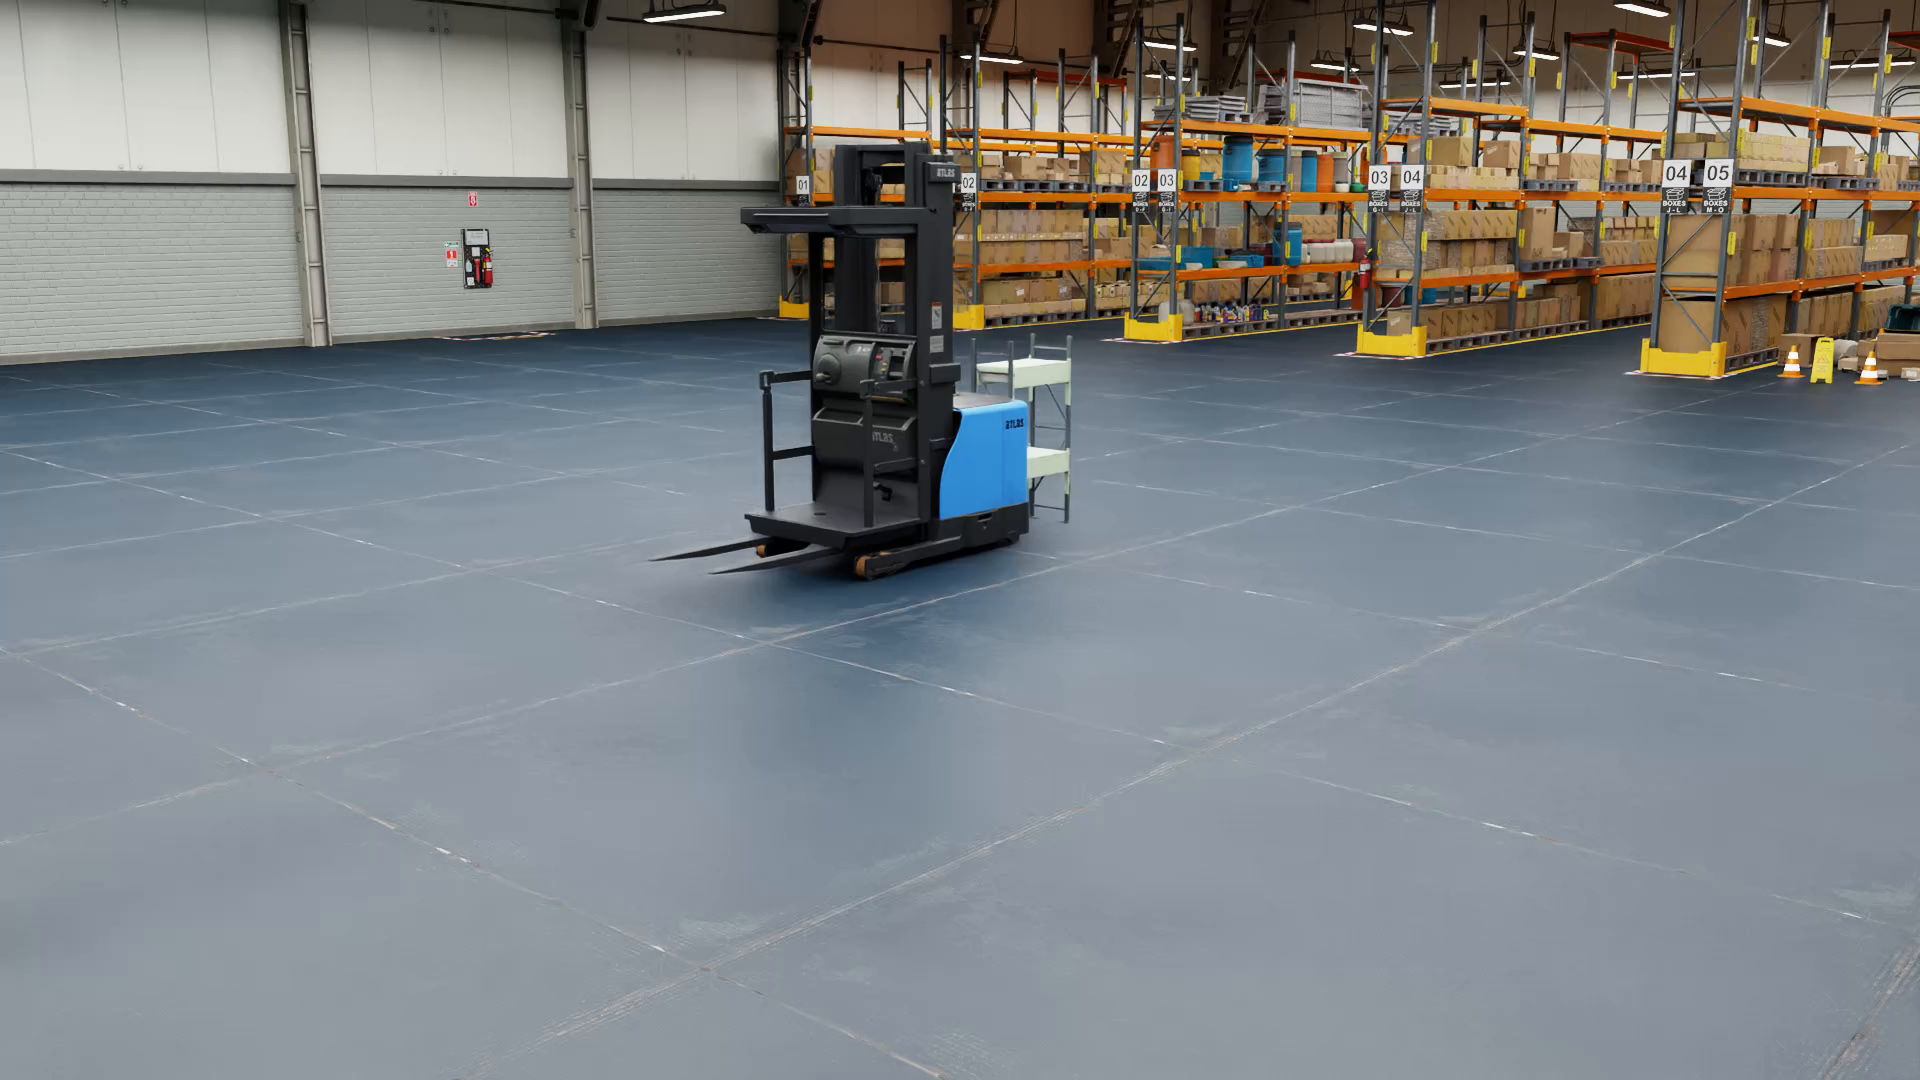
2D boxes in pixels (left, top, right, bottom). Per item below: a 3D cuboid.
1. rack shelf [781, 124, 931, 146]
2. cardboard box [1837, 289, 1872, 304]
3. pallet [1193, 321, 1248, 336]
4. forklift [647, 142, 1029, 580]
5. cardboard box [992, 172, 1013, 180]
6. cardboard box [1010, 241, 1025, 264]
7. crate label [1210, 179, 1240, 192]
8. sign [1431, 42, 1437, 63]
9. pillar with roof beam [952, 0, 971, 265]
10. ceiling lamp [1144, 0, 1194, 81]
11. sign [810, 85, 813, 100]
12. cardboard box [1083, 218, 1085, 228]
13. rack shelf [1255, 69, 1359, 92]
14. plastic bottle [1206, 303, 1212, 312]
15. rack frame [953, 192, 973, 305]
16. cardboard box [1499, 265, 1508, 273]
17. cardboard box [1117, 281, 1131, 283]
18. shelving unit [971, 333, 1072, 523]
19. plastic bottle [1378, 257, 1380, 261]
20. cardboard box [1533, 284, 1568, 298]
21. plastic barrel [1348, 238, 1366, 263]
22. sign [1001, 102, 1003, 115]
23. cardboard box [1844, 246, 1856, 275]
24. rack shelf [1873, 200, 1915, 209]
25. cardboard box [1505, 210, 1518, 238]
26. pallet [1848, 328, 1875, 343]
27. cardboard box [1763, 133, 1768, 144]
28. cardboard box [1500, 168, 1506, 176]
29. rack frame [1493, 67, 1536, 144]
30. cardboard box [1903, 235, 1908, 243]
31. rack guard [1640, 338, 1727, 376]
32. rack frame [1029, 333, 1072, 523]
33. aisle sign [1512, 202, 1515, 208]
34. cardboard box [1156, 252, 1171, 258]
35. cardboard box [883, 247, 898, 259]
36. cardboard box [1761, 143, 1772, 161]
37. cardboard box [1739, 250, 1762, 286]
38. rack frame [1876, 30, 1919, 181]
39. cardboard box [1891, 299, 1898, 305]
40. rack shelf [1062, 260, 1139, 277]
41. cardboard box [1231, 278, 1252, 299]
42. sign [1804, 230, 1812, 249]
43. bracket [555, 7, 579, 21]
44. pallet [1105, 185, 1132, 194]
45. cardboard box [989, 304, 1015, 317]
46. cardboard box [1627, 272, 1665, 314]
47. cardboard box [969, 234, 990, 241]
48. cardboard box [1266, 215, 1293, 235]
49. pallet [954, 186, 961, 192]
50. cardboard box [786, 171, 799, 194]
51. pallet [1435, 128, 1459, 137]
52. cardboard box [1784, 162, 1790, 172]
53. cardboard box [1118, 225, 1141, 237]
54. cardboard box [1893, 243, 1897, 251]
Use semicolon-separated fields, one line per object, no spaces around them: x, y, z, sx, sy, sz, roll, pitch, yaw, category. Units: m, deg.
-2.412;-9.493;39.108;1.077;0.370;4.000;10;15;40;rack shelf
17.007;-4.629;31.622;0.500;0.250;0.500;9;14;38;cardboard box
5.070;-4.277;33.588;1.003;0.211;1.213;10;15;40;pallet
-0.821;-1.275;11.613;1.130;2.935;3.031;10;15;40;forklift
0.900;-7.744;35.376;0.380;0.149;0.250;10;15;40;cardboard box
0.984;-6.237;36.026;0.700;0.500;0.500;10;15;41;cardboard box
5.193;-6.961;32.625;0.502;0.251;0.408;10;15;40;crate label
7.837;-8.058;27.495;0.100;0.325;0.005;10;15;40;sign
3.274;-10.094;40.273;9.100;9.000;0.400;10;15;40;pillar with roof beam
5.746;-13.695;43.401;0.800;3.185;2.000;10;15;40;ceiling lamp
-3.325;-9.980;37.114;0.100;0.325;0.005;10;15;40;sign
3.055;-8.623;45.245;0.500;0.250;0.500;9;15;39;cardboard box
9.233;-12.250;44.418;1.077;0.370;4.000;10;15;40;rack shelf
5.100;-4.680;34.124;0.144;0.351;0.185;10;15;40;plastic bottle
-0.011;-5.971;34.950;0.949;2.616;0.053;10;15;40;rack frame
9.977;-5.050;30.977;0.380;0.149;0.250;10;15;40;cardboard box
4.027;-6.088;40.052;0.500;0.311;0.500;9;15;39;cardboard box
0.485;-0.845;13.113;0.431;1.500;0.755;10;15;40;shelving unit
9.519;-6.468;37.753;0.152;0.276;0.135;10;15;40;plastic bottle
11.948;-5.043;33.644;0.500;0.250;0.500;-10;15;-41;cardboard box
8.911;-6.466;37.081;0.600;0.536;0.708;10;15;40;plastic barrel
1.129;-11.337;43.707;0.100;0.325;0.005;10;15;40;sign
15.944;-5.085;30.259;0.500;0.500;0.500;10;15;40;cardboard box
20.330;-7.211;35.337;1.077;0.370;4.000;10;15;40;rack shelf
9.980;-5.862;30.833;0.500;0.500;0.500;10;15;40;cardboard box
16.887;-3.958;31.988;1.003;0.211;1.213;10;15;40;pallet
12.220;-6.185;25.637;0.380;0.149;0.250;9;15;39;cardboard box
9.727;-6.710;30.356;0.380;0.149;0.250;9;14;38;cardboard box
14.271;-10.626;42.937;1.000;3.000;0.127;10;15;40;rack frame
18.892;-6.089;33.590;0.380;0.149;0.250;11;16;43;cardboard box
11.073;-2.804;25.475;1.175;0.500;0.348;10;15;40;rack guard
0.725;-0.899;13.384;0.400;1.500;0.023;10;15;40;rack frame
14.539;-8.932;43.134;0.394;0.787;0.004;10;15;40;aisle sign
4.886;-6.857;40.024;0.380;0.149;0.250;10;15;40;cardboard box
-1.833;-6.879;39.824;0.500;0.250;0.500;10;15;40;cardboard box
12.267;-6.019;25.825;0.500;0.250;0.500;10;15;40;cardboard box
12.110;-4.317;26.286;0.875;0.550;0.550;10;15;40;cardboard box
19.010;-8.741;33.499;1.000;3.000;0.127;10;15;40;rack frame
18.372;-4.562;33.205;0.500;0.500;0.500;9;15;39;cardboard box
3.952;-6.501;39.438;1.077;0.370;4.000;10;15;40;rack shelf
7.138;-6.471;42.712;0.500;0.500;0.500;10;15;41;cardboard box
14.147;-5.014;27.743;0.100;0.325;0.005;10;15;40;sign
-7.888;-10.543;33.332;0.235;0.232;0.430;10;15;40;bracket
4.155;-8.250;39.182;1.003;0.211;1.213;11;16;43;pallet
0.839;-4.953;35.798;0.500;0.250;0.500;10;15;40;cardboard box
14.944;-5.522;37.055;1.225;0.875;0.875;10;15;41;cardboard box
0.412;-6.368;35.024;0.380;0.149;0.250;10;15;40;cardboard box
8.435;-8.309;43.845;0.500;0.500;0.500;10;15;42;cardboard box
-0.605;-8.655;41.209;1.213;0.211;1.003;10;15;40;pallet
-3.647;-8.235;38.318;0.500;0.500;0.500;-11;16;-43;cardboard box
11.107;-9.623;39.419;1.003;0.211;1.213;10;15;40;pallet
13.059;-5.980;26.650;0.380;0.149;0.250;10;15;41;cardboard box
4.559;-8.601;47.351;0.980;0.700;0.700;10;15;41;cardboard box
18.380;-5.828;33.040;0.380;0.149;0.250;9;14;39;cardboard box
